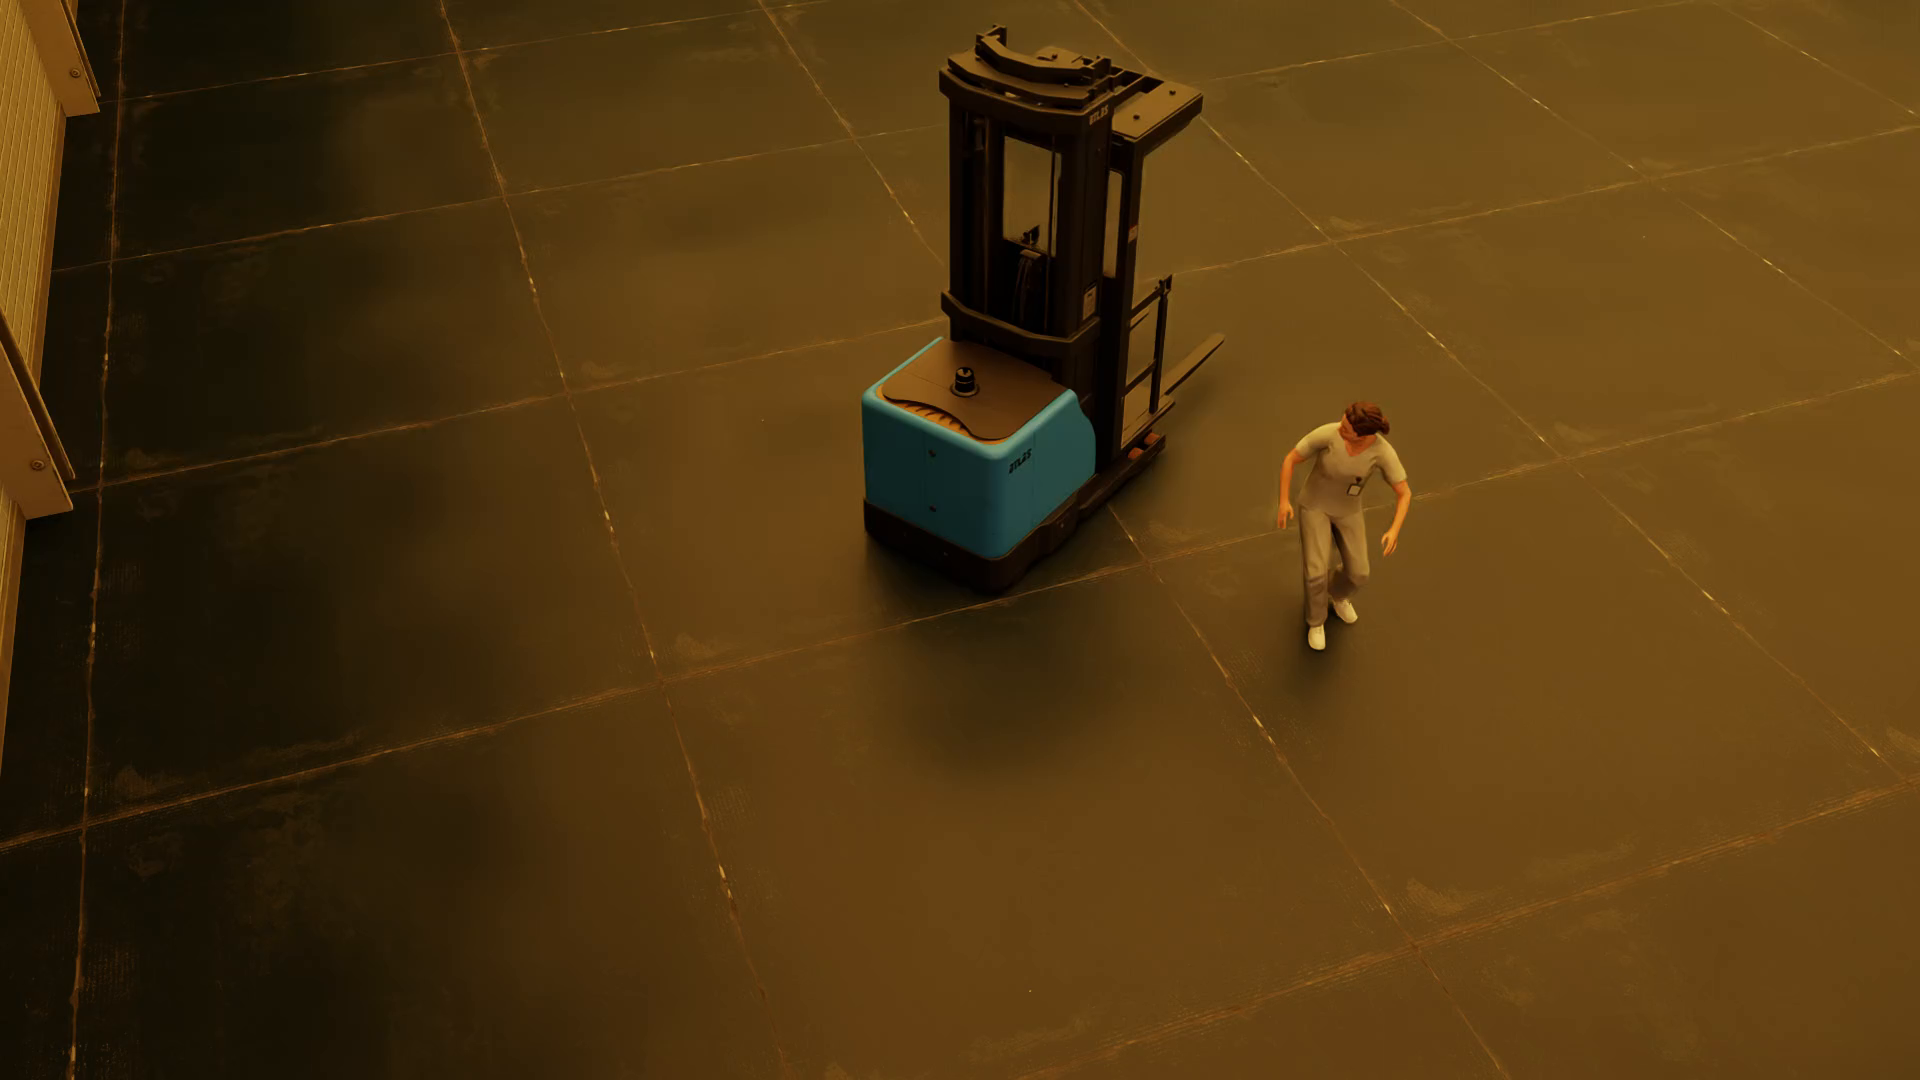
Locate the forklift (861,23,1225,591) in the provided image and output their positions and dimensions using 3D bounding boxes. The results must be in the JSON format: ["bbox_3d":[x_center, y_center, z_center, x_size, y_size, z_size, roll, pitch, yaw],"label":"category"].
[{"bbox_3d":[0.689,-1.724,10.050,1.130,2.935,3.031,25,46,27],"label":"forklift"}]

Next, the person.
[{"bbox_3d":[2.083,-0.079,9.150,0.699,1.573,0.659,2,40,2],"label":"person"}]
